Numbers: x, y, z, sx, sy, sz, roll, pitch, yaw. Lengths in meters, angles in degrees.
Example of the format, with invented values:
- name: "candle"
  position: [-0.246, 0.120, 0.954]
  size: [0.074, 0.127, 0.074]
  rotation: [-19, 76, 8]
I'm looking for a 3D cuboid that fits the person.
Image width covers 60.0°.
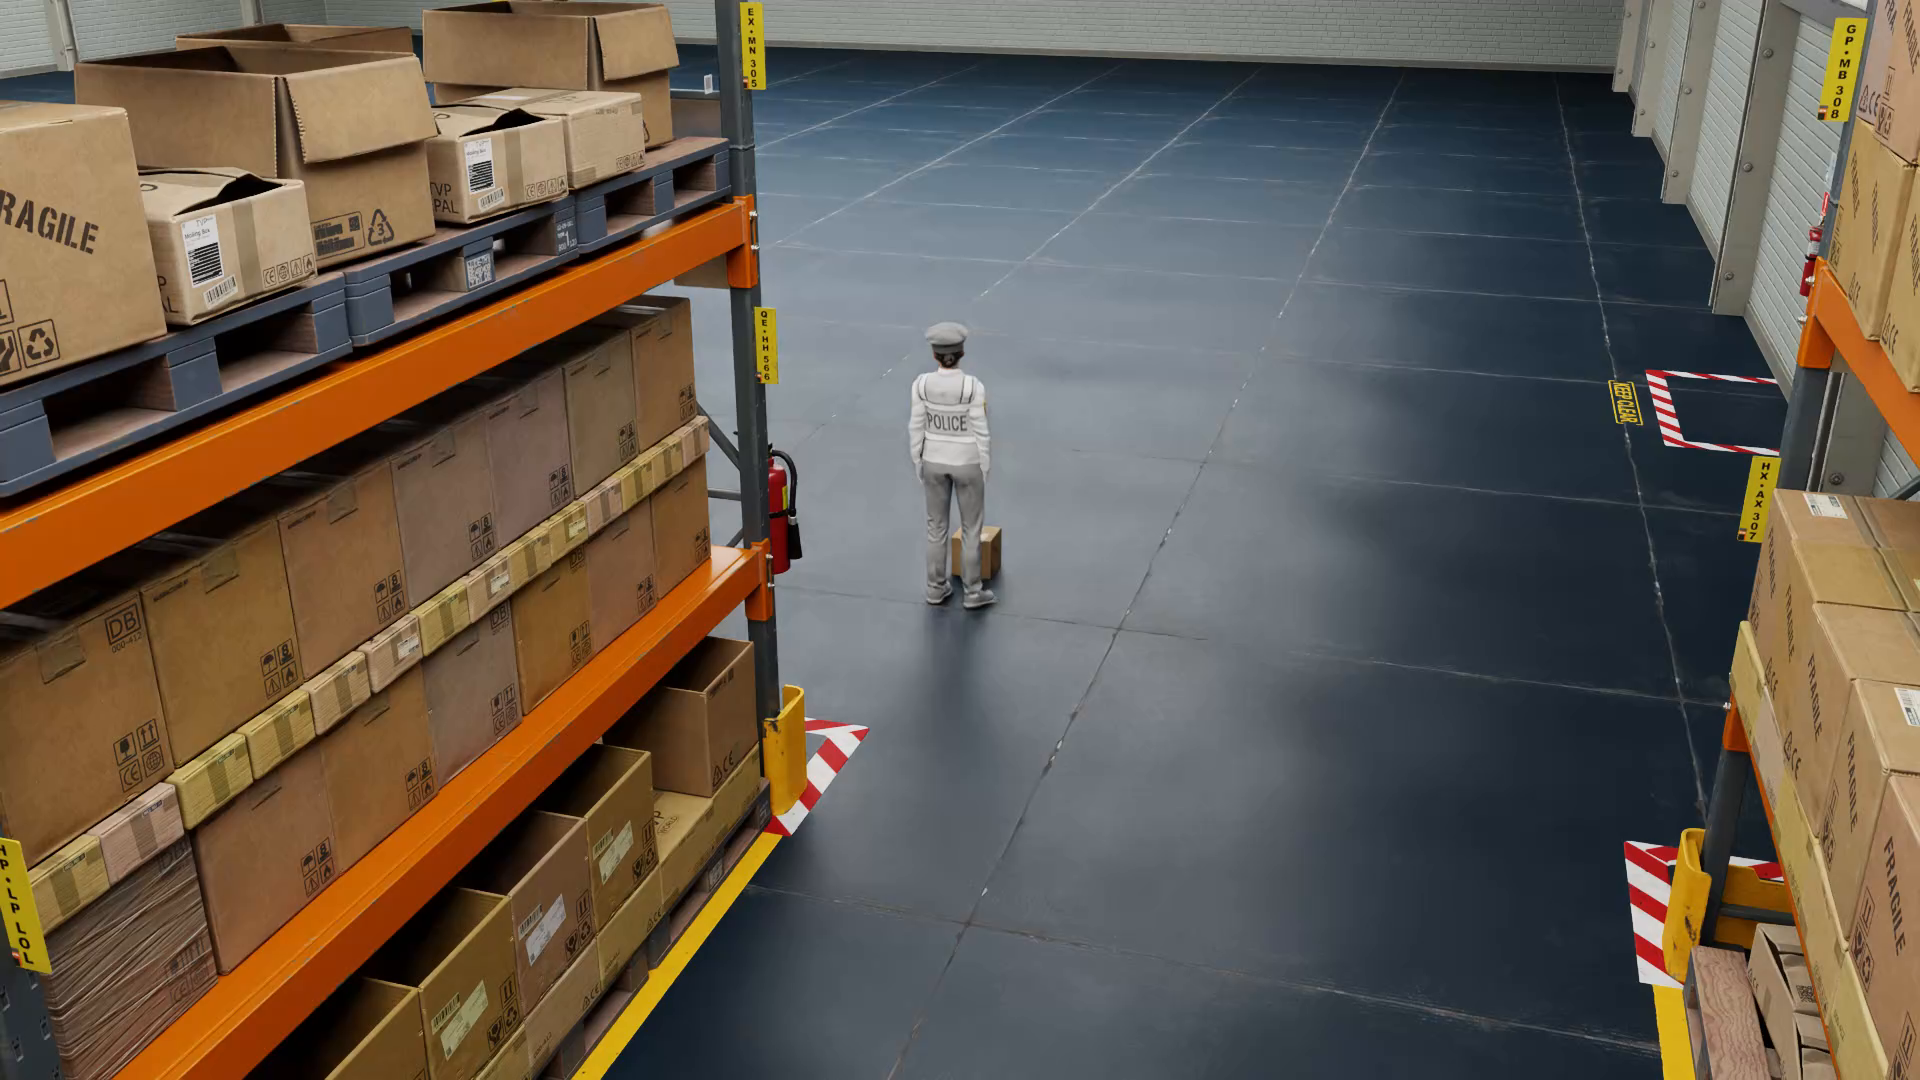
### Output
- name: "person"
  position: [-0.051, -0.414, 9.613]
  size: [0.494, 1.692, 0.316]
  rotation: [7, 23, 17]
